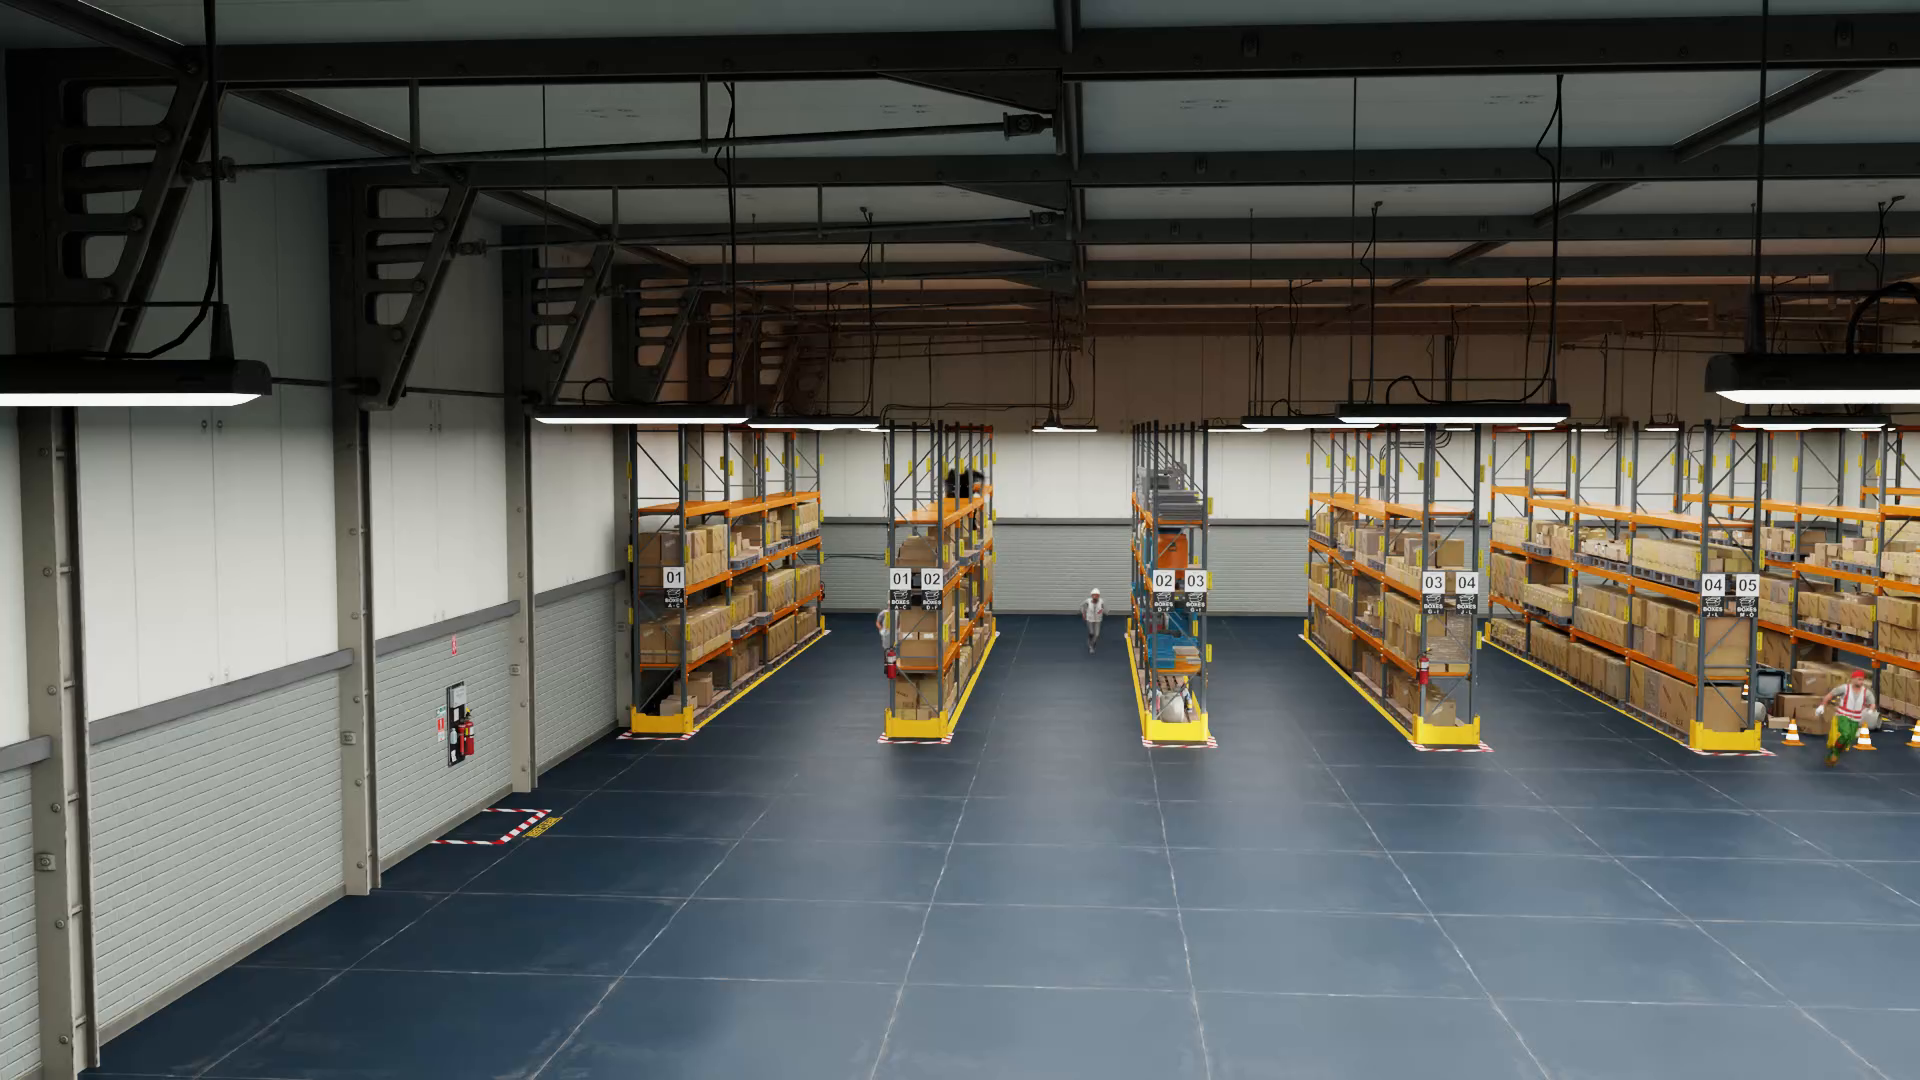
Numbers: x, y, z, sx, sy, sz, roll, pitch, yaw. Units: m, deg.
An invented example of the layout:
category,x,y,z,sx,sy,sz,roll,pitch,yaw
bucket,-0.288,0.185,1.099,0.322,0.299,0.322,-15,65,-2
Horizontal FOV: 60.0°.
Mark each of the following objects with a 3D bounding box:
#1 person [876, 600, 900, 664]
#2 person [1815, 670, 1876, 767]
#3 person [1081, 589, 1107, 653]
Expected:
category,x,y,z,sx,sy,sz,roll,pitch,yaw
person,-1.720,2.303,40.505,0.651,1.734,0.627,-1,4,-8
person,15.298,3.078,28.594,0.843,1.689,0.719,0,4,-2
person,3.515,2.122,43.551,0.633,1.702,0.728,-1,4,-8
